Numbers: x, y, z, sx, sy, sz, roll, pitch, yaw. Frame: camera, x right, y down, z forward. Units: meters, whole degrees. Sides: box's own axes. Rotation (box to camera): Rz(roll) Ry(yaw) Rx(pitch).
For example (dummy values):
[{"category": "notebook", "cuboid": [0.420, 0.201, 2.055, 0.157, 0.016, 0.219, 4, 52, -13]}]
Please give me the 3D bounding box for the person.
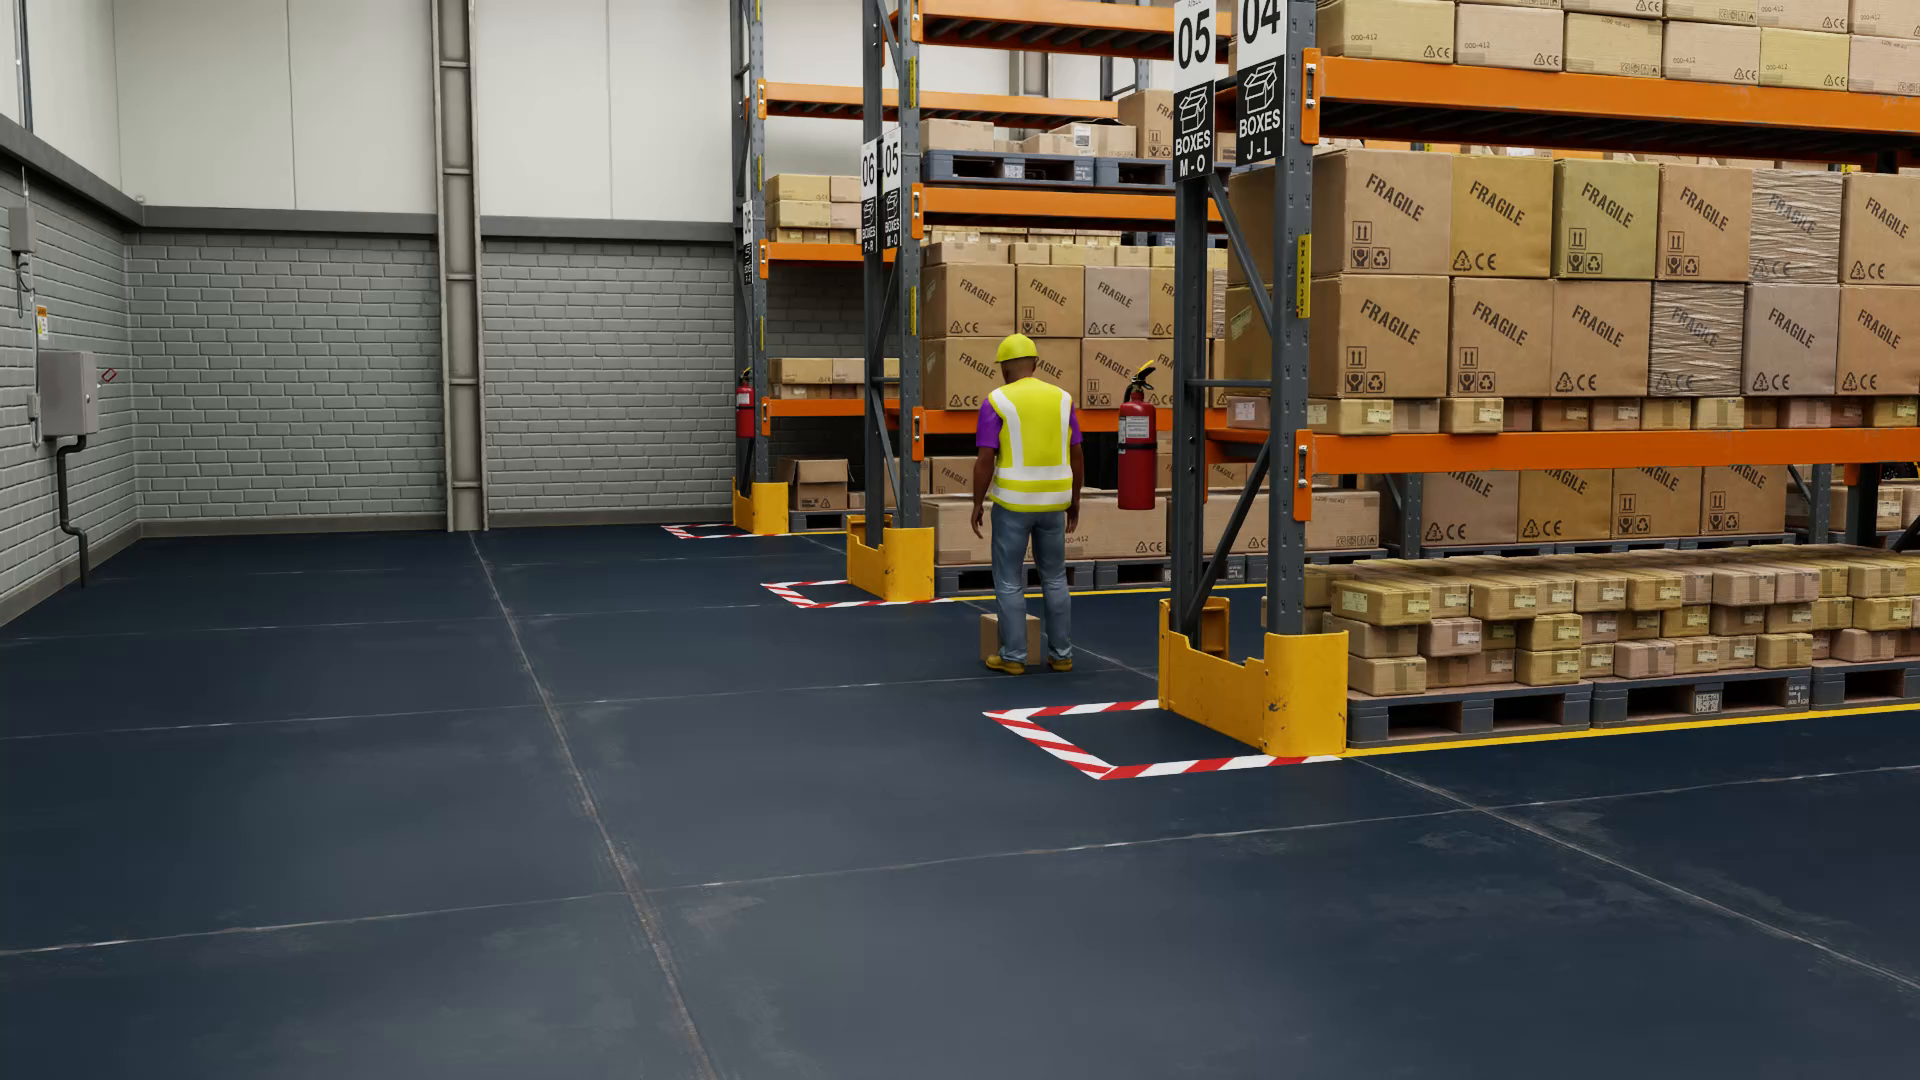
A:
[{"category": "person", "cuboid": [0.346, -0.191, 8.662, 0.632, 1.759, 0.461, -2, 6, -22]}]
